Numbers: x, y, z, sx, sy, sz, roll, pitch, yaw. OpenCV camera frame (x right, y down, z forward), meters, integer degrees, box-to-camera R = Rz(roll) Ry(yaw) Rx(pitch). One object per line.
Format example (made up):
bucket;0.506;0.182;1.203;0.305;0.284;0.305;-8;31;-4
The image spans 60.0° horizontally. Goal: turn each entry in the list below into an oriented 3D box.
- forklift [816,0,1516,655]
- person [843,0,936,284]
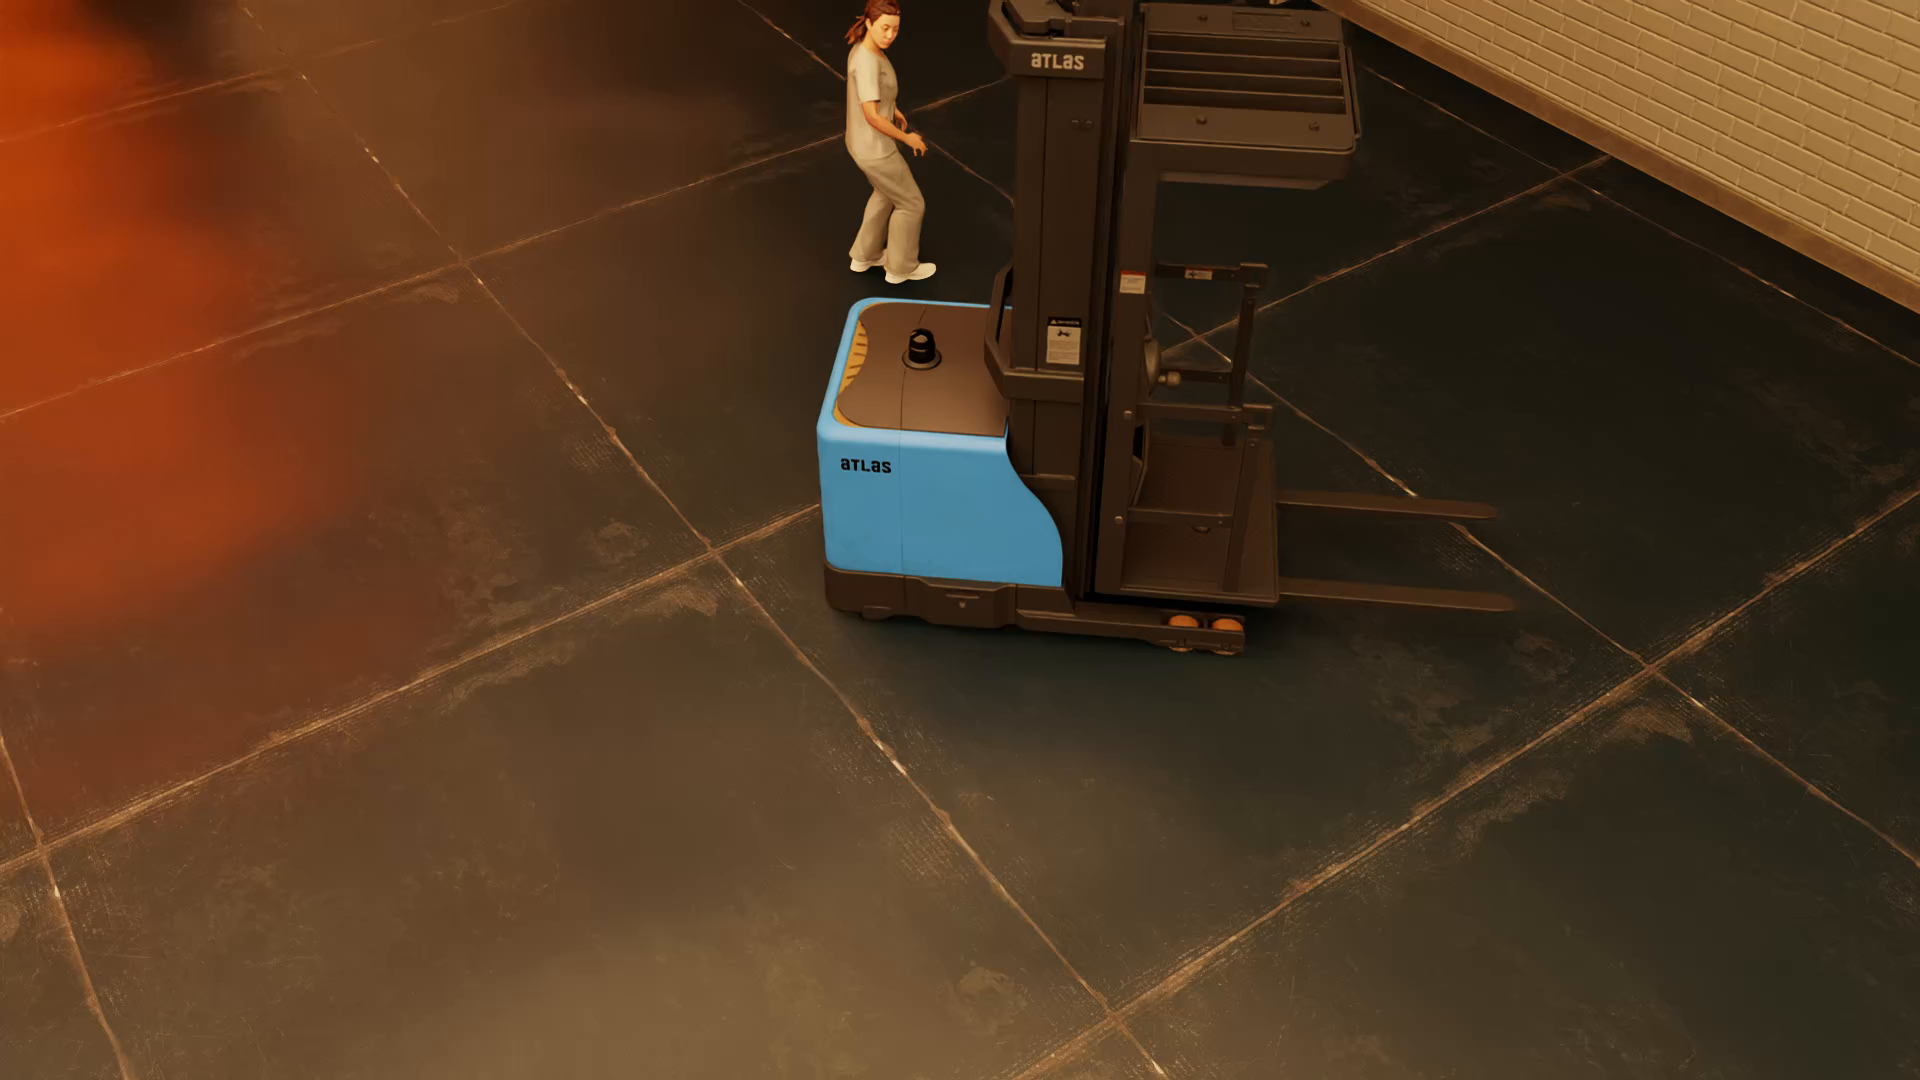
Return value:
forklift;0.947;-0.953;6.750;3.031;2.935;1.130;4;43;5
person;-0.393;-2.164;9.038;0.472;1.628;0.644;-10;44;-11
